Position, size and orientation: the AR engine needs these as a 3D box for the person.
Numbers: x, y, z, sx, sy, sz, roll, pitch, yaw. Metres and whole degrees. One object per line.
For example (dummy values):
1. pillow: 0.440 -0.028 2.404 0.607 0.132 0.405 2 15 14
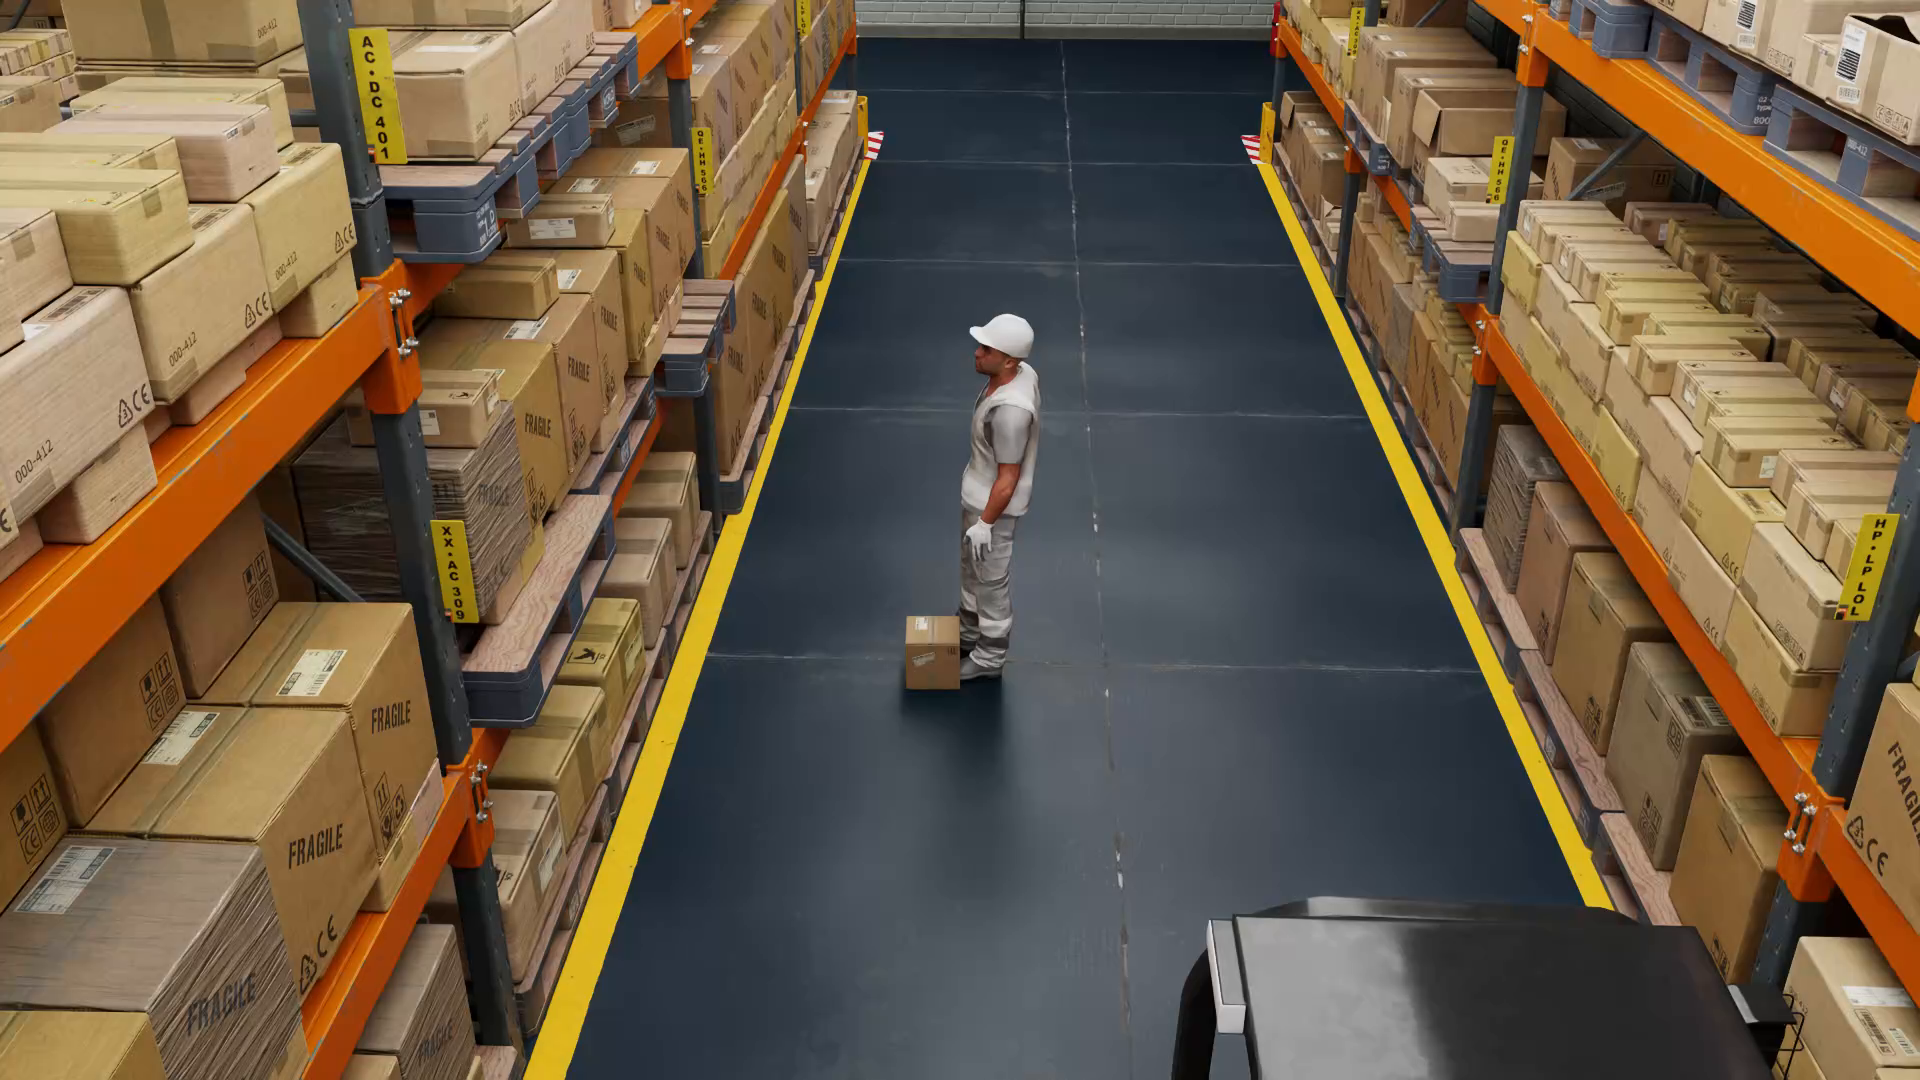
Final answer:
1. person: 0.068 -0.177 7.410 0.564 1.788 0.637 1 28 2
